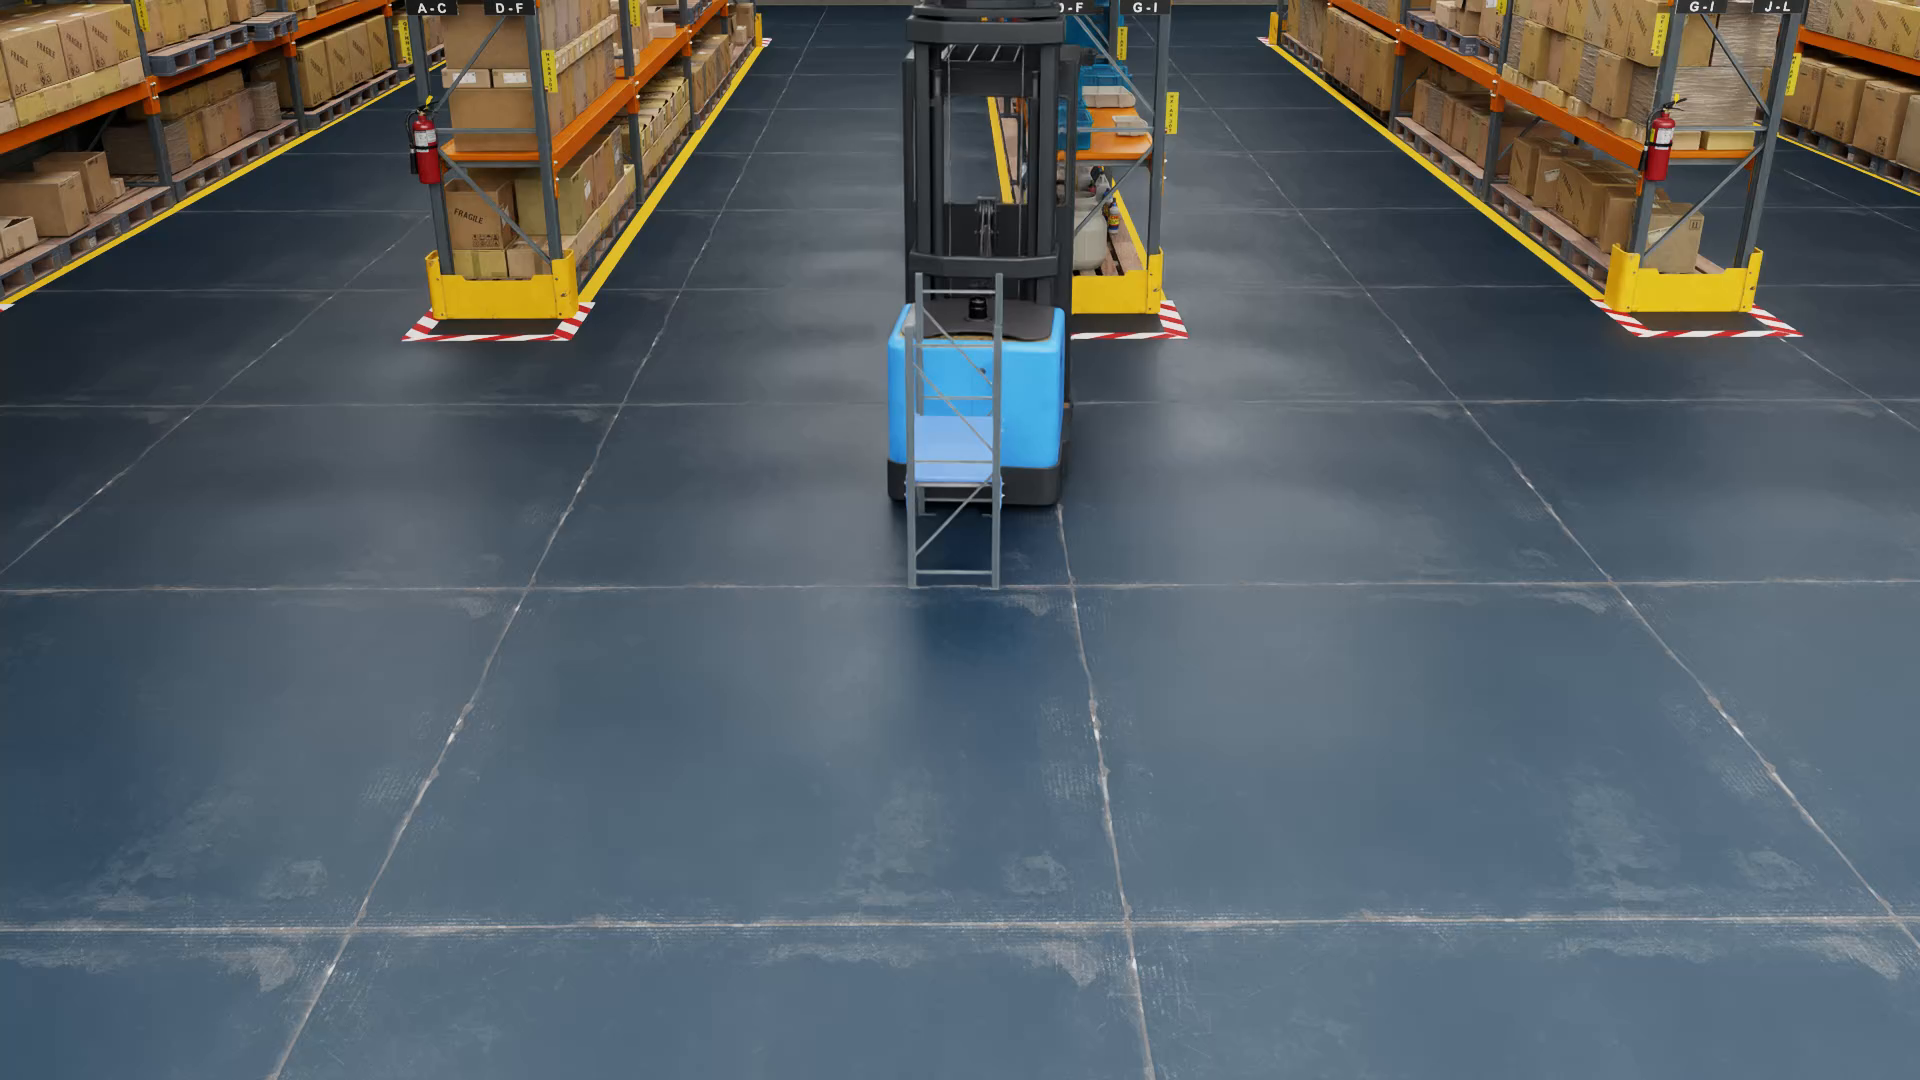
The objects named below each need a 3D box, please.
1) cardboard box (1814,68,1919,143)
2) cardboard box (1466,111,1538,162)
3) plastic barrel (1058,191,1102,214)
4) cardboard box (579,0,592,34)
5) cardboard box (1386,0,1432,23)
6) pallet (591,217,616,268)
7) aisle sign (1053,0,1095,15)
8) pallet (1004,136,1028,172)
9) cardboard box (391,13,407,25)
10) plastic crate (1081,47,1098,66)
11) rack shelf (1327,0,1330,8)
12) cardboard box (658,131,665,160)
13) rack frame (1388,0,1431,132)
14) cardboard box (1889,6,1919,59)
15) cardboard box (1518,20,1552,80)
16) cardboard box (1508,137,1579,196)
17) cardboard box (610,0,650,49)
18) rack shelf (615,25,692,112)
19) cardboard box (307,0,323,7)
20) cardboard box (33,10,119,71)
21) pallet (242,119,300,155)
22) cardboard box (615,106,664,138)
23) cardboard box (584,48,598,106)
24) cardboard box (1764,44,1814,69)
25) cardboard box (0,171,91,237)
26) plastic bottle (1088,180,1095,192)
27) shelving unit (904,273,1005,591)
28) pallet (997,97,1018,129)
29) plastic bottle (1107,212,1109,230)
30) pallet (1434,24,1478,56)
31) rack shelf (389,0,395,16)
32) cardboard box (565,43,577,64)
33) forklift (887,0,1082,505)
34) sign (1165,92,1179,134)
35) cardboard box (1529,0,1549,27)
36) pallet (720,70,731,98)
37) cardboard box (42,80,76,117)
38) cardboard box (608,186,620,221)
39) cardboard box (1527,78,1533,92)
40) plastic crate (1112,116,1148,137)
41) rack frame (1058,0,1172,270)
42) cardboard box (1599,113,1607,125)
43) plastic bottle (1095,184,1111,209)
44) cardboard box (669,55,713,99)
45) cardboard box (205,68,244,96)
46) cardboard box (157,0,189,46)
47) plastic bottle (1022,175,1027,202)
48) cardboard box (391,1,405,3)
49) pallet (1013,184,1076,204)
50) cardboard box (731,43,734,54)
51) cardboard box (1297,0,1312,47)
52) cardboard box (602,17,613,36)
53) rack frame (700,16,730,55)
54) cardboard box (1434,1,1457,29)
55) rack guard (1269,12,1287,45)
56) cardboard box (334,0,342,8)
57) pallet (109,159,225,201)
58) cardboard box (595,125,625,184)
[{"bbox_3d":[10.903,-5.157,19.732,1.050,0.750,0.750,0,24,0],"label":"cardboard box"},{"bbox_3d":[6.085,-4.484,18.524,0.700,0.500,0.500,0,24,-1],"label":"cardboard box"},{"bbox_3d":[1.058,-2.838,14.894,0.421,0.512,0.421,0,24,0],"label":"plastic barrel"},{"bbox_3d":[-3.827,-4.969,15.402,0.700,0.500,0.500,0,24,-1],"label":"cardboard box"},{"bbox_3d":[5.759,-6.869,21.176,0.500,0.500,0.500,0,24,1],"label":"cardboard box"},{"bbox_3d":[-3.866,-2.828,15.746,1.003,0.211,1.213,0,24,-1],"label":"pallet"},{"bbox_3d":[0.851,-4.456,12.808,0.394,0.787,0.004,0,24,-1],"label":"aisle sign"},{"bbox_3d":[1.040,-4.508,19.460,1.003,0.211,1.213,0,24,-1],"label":"pallet"},{"bbox_3d":[-8.617,-8.001,25.538,0.380,0.149,0.250,1,24,1],"label":"cardboard box"},{"bbox_3d":[0.982,-4.706,16.591,0.767,0.338,0.504,0,24,-1],"label":"plastic crate"},{"bbox_3d":[5.947,-8.766,26.365,1.077,0.370,4.000,0,24,-1],"label":"rack shelf"},{"bbox_3d":[-3.619,-4.460,18.798,0.500,0.250,0.500,-1,24,-2],"label":"cardboard box"},{"bbox_3d":[6.013,-6.621,20.750,1.000,3.000,0.127,0,24,-1],"label":"rack frame"},{"bbox_3d":[10.733,-5.629,18.436,0.500,0.500,0.500,0,24,0],"label":"cardboard box"},{"bbox_3d":[5.970,-4.762,16.157,0.875,0.500,0.500,0,24,-1],"label":"cardboard box"},{"bbox_3d":[6.021,-3.860,17.169,0.500,0.500,0.500,-1,24,-2],"label":"cardboard box"},{"bbox_3d":[-3.859,-5.932,19.106,0.500,0.500,0.500,-2,24,-3],"label":"cardboard box"},{"bbox_3d":[-3.871,-5.426,18.981,1.077,0.370,4.000,0,24,-1],"label":"rack shelf"},{"bbox_3d":[-8.592,-7.162,21.438,0.500,0.500,0.500,1,24,1],"label":"cardboard box"},{"bbox_3d":[-8.477,-4.790,15.948,0.500,0.500,0.500,0,24,-1],"label":"cardboard box"},{"bbox_3d":[-8.839,-4.962,20.465,1.003,0.211,1.213,0,24,-1],"label":"pallet"},{"bbox_3d":[-3.612,-4.715,18.682,0.500,0.311,0.500,-1,24,-2],"label":"cardboard box"},{"bbox_3d":[-3.825,-4.369,15.648,0.700,0.500,0.500,0,24,0],"label":"cardboard box"},{"bbox_3d":[10.704,-6.277,21.602,0.500,0.250,0.500,-1,24,-2],"label":"cardboard box"},{"bbox_3d":[-8.641,-3.142,15.557,0.700,0.500,0.500,-2,24,-4],"label":"cardboard box"},{"bbox_3d":[1.302,-3.426,16.448,0.061,0.283,0.133,0,24,-1],"label":"plastic bottle"},{"bbox_3d":[-0.020,-0.621,9.304,0.538,1.500,1.048,1,24,1],"label":"shelving unit"},{"bbox_3d":[1.010,-5.653,21.993,1.003,0.211,1.213,0,24,-1],"label":"pallet"},{"bbox_3d":[1.438,-3.019,15.647,0.097,0.201,0.097,0,24,0],"label":"plastic bottle"},{"bbox_3d":[6.075,-5.718,18.986,1.003,0.211,1.213,0,24,-1],"label":"pallet"},{"bbox_3d":[-8.912,-8.699,26.217,1.077,0.370,4.000,0,24,-1],"label":"rack shelf"},{"bbox_3d":[-3.611,-4.316,14.745,0.380,0.149,0.250,-1,24,-1],"label":"cardboard box"},{"bbox_3d":[0.211,-2.116,10.872,1.130,2.935,3.031,2,24,5],"label":"forklift"},{"bbox_3d":[1.697,-3.429,13.356,0.100,0.325,0.005,0,24,-1],"label":"sign"},{"bbox_3d":[5.814,-5.217,15.950,0.500,0.500,0.500,0,24,-1],"label":"cardboard box"},{"bbox_3d":[-3.890,-6.621,24.133,1.003,0.211,1.213,0,24,-1],"label":"pallet"},{"bbox_3d":[-8.470,-4.033,15.186,0.500,0.250,0.500,0,24,0],"label":"cardboard box"},{"bbox_3d":[-3.610,-3.266,16.159,0.500,0.250,0.500,0,24,-1],"label":"cardboard box"},{"bbox_3d":[5.790,-4.460,16.275,0.380,0.149,0.250,0,24,-1],"label":"cardboard box"},{"bbox_3d":[1.459,-3.553,14.285,0.298,0.136,0.250,0,24,-1],"label":"plastic crate"},{"bbox_3d":[1.147,-3.302,13.412,1.000,3.000,0.127,0,24,-1],"label":"rack frame"},{"bbox_3d":[5.885,-3.739,14.682,0.380,0.149,0.250,0,24,-1],"label":"cardboard box"},{"bbox_3d":[1.402,-3.367,16.326,0.152,0.276,0.135,0,24,0],"label":"plastic bottle"},{"bbox_3d":[-3.624,-6.251,22.431,0.500,0.500,0.500,-1,24,-1],"label":"cardboard box"},{"bbox_3d":[-8.843,-5.426,19.697,0.500,0.250,0.500,0,24,0],"label":"cardboard box"},{"bbox_3d":[-8.773,-5.592,17.820,0.700,0.500,0.500,2,24,5],"label":"cardboard box"},{"bbox_3d":[0.700,-3.532,16.600,0.144,0.351,0.185,-1,24,-3],"label":"plastic bottle"},{"bbox_3d":[-9.019,-8.650,26.971,0.380,0.149,0.250,0,24,0],"label":"cardboard box"},{"bbox_3d":[1.069,-3.403,17.019,1.003,0.211,1.213,0,24,-1],"label":"pallet"},{"bbox_3d":[-3.744,-7.666,25.965,0.380,0.166,0.250,0,24,-1],"label":"cardboard box"},{"bbox_3d":[6.022,-8.503,26.978,0.875,0.875,0.875,0,24,-1],"label":"cardboard box"},{"bbox_3d":[-3.632,-5.058,16.385,0.380,0.149,0.250,-1,24,-2],"label":"cardboard box"},{"bbox_3d":[-3.937,-8.227,24.299,1.000,3.000,0.127,0,24,-1],"label":"rack frame"},{"bbox_3d":[5.801,-6.053,19.165,0.500,0.250,0.500,-1,24,-2],"label":"cardboard box"},{"bbox_3d":[5.925,-8.789,28.576,1.175,0.500,0.348,0,24,-1],"label":"rack guard"},{"bbox_3d":[-8.642,-7.326,22.589,0.380,0.149,0.250,0,24,1],"label":"cardboard box"},{"bbox_3d":[-8.813,-3.956,18.242,1.003,0.211,1.213,0,24,-1],"label":"pallet"},{"bbox_3d":[-3.632,-3.814,16.460,0.500,0.500,0.500,0,24,-1],"label":"cardboard box"}]
